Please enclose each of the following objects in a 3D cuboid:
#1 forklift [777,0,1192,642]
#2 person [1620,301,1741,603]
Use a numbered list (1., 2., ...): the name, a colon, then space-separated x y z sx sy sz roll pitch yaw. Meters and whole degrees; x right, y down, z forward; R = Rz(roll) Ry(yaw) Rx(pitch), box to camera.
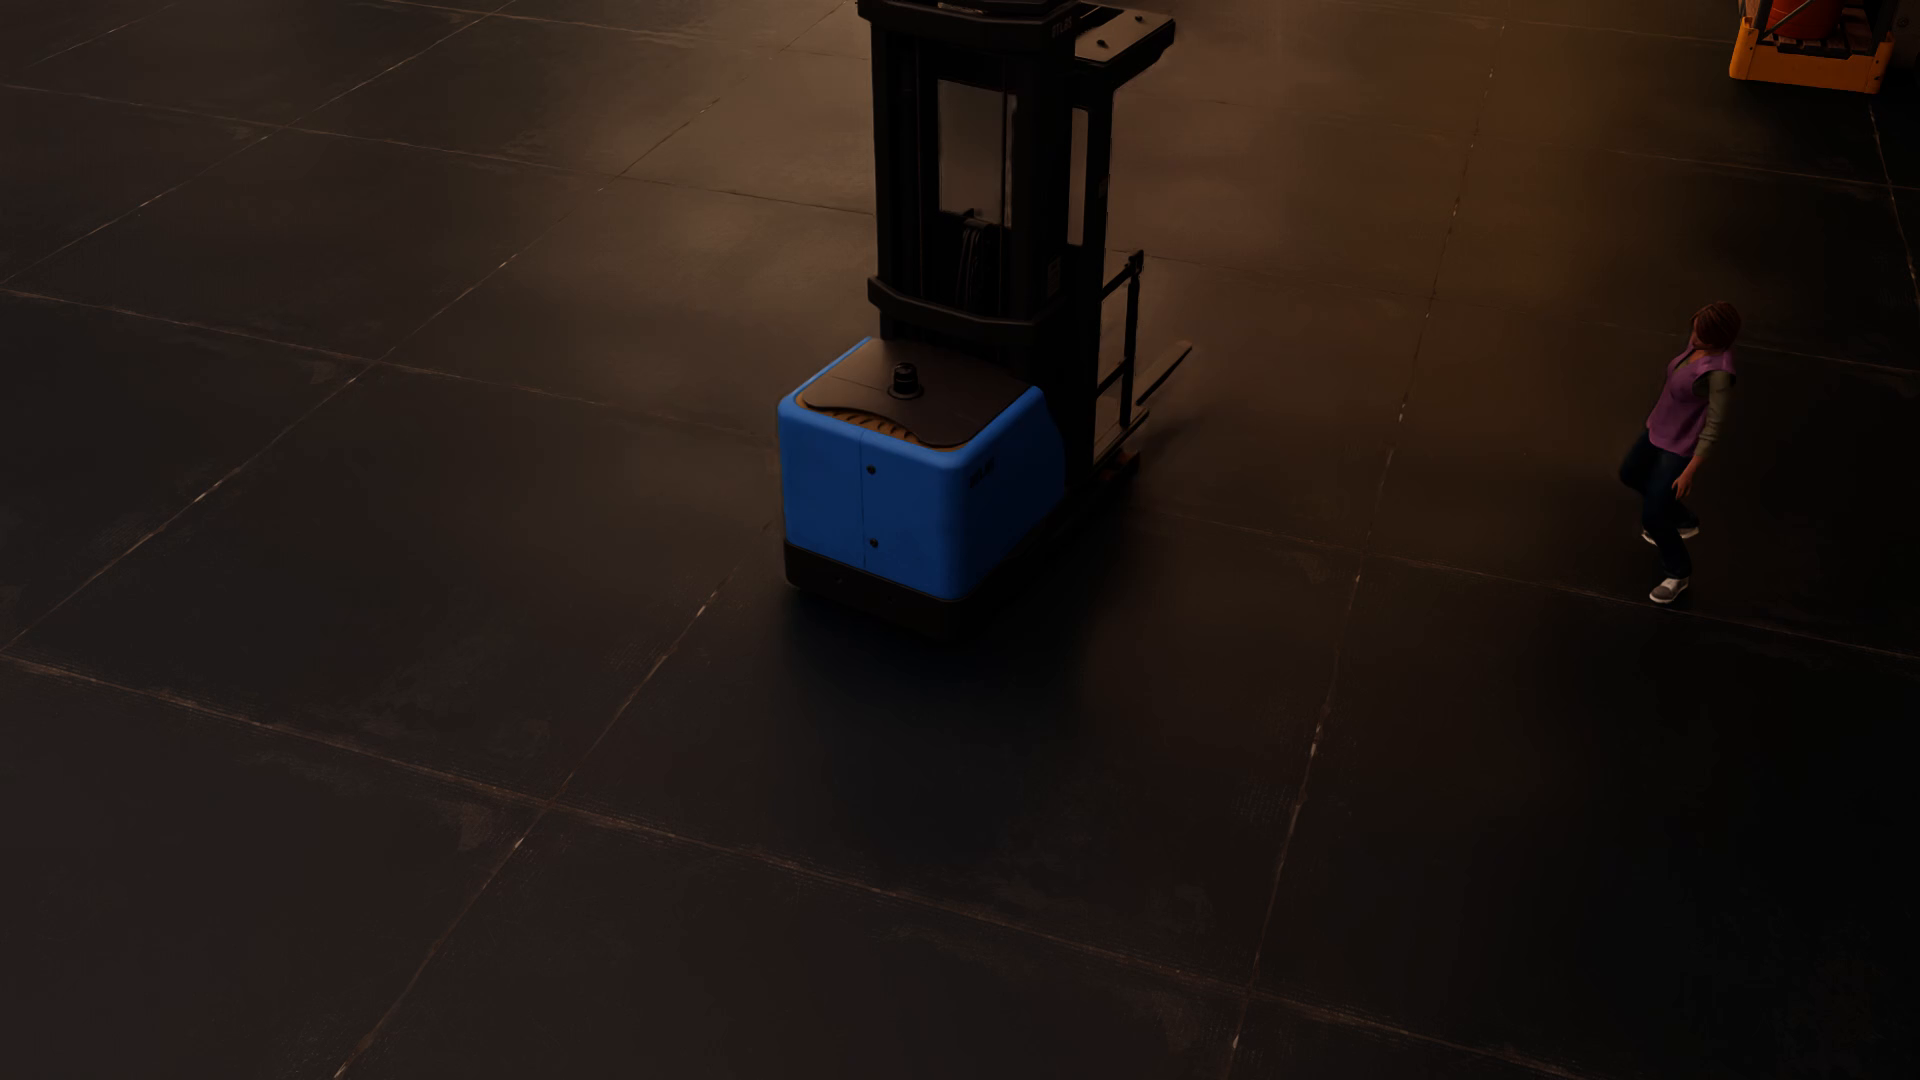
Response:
1. forklift: 0.322 -1.539 8.282 1.130 2.935 3.031 19 40 25
2. person: 3.527 -0.502 8.054 0.449 1.515 0.744 7 36 9
